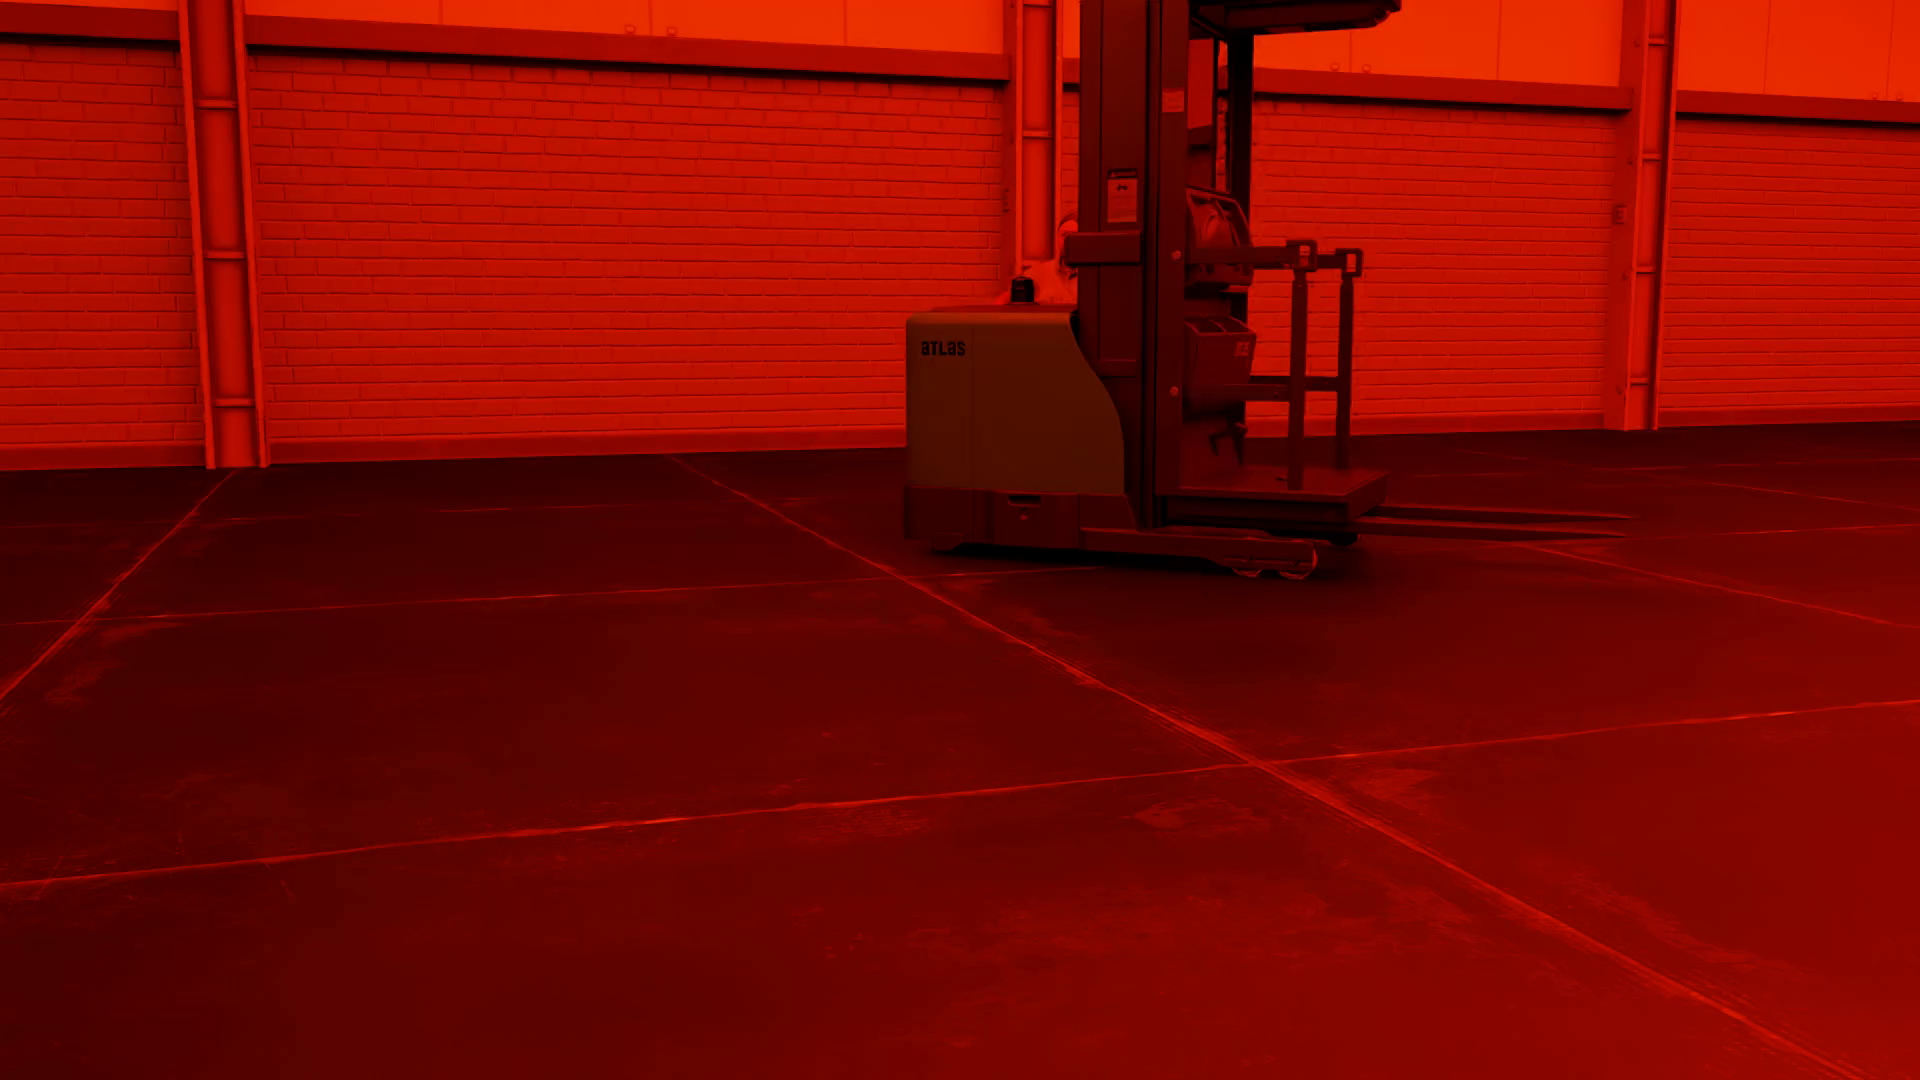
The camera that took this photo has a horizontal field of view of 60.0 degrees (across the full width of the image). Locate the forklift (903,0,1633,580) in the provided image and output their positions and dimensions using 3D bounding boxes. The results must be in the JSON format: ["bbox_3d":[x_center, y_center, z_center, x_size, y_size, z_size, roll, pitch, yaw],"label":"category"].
[{"bbox_3d":[1.309,-1.371,7.129,3.031,2.935,1.130,3,8,23],"label":"forklift"}]

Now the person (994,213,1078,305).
[{"bbox_3d":[0.532,-0.837,8.302,0.890,1.576,0.633,3,8,18],"label":"person"}]
